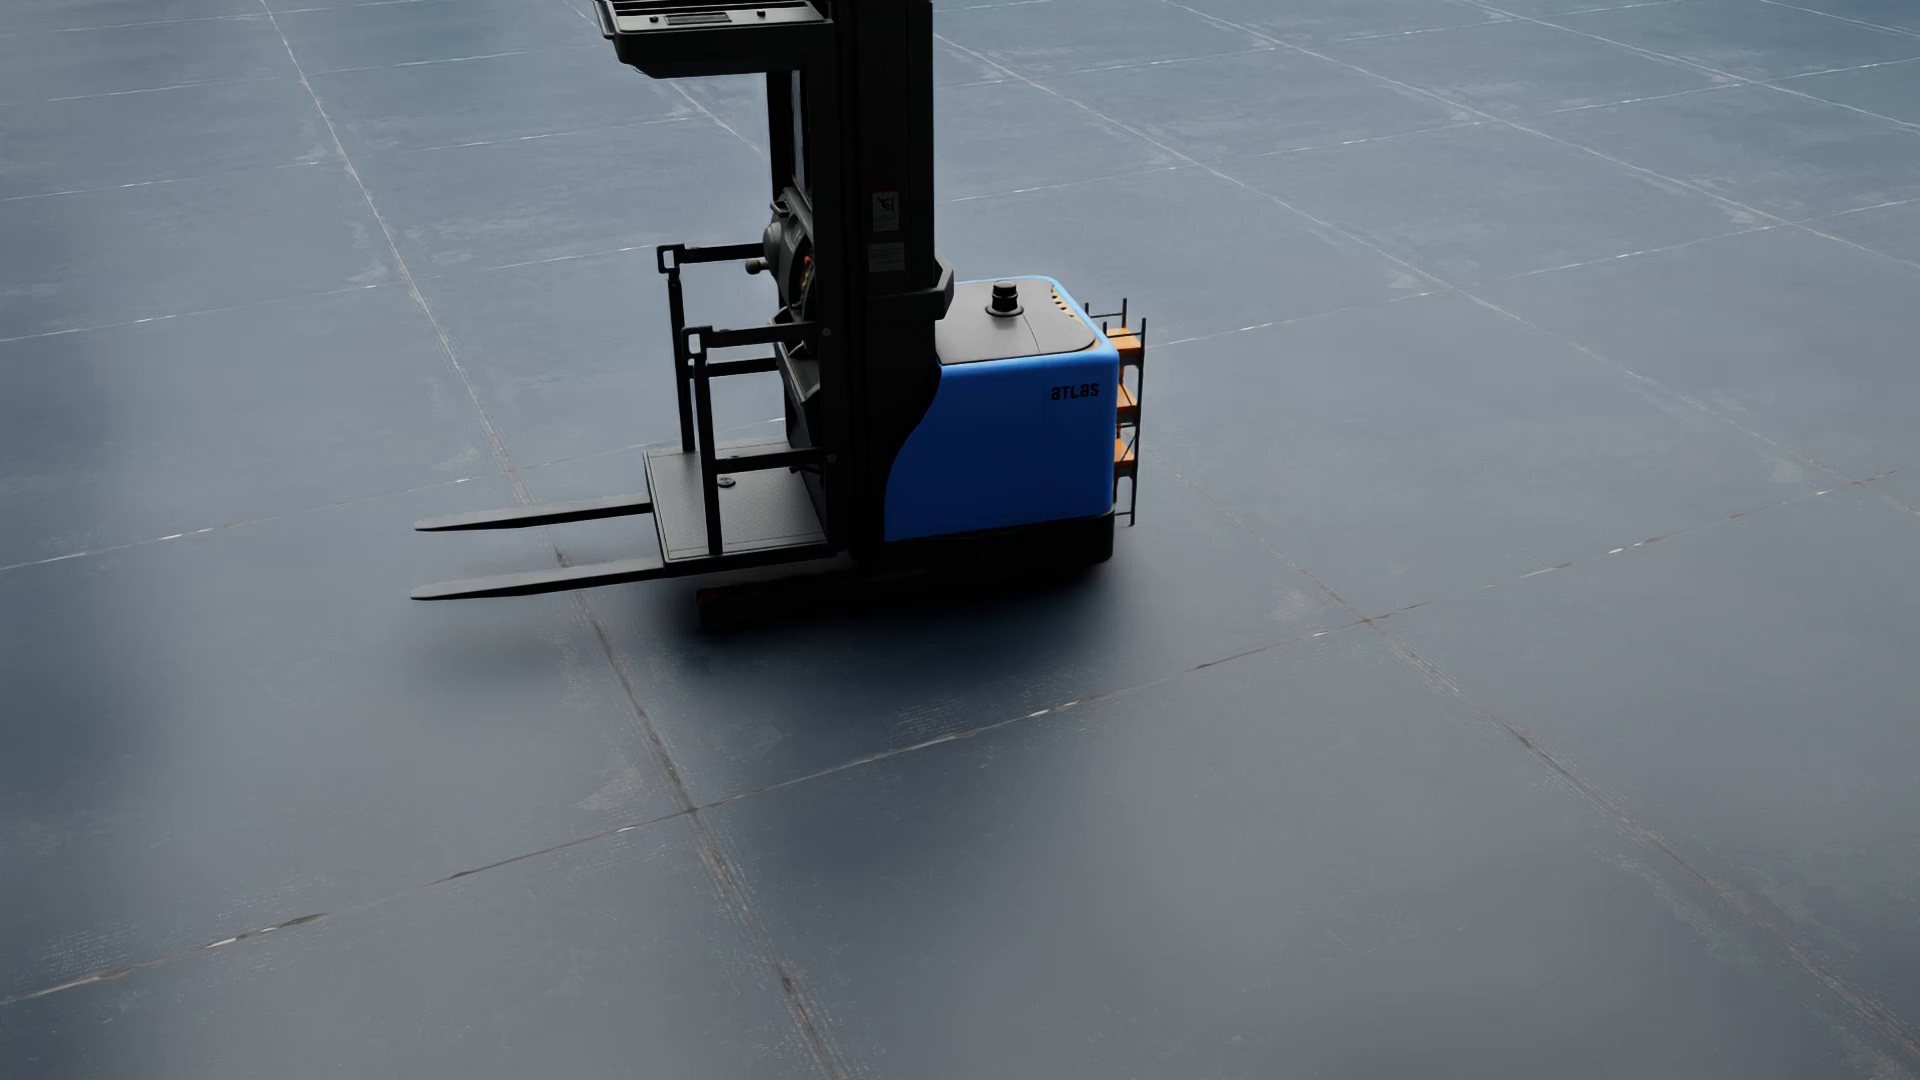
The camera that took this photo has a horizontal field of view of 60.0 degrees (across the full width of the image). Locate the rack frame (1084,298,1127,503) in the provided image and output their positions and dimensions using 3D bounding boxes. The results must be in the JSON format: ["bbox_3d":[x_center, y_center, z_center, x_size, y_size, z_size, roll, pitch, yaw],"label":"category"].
[{"bbox_3d":[0.662,-0.628,7.797,0.200,1.050,0.008,-8,30,-13],"label":"rack frame"}]

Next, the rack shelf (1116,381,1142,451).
[{"bbox_3d":[0.694,-0.562,7.700,0.215,0.259,0.240,-8,30,-13],"label":"rack shelf"}]

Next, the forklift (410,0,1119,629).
[{"bbox_3d":[-0.886,-1.186,6.868,3.031,2.935,1.130,-7,30,-13],"label":"forklift"}]

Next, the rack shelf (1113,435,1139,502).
[{"bbox_3d":[0.694,-0.319,7.836,0.215,0.259,0.240,-8,30,-13],"label":"rack shelf"}]

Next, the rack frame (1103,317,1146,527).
[{"bbox_3d":[0.726,-0.513,7.592,0.200,1.050,0.008,-8,30,-13],"label":"rack frame"}]

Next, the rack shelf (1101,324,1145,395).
[{"bbox_3d":[0.694,-0.809,7.561,0.215,0.259,0.240,-8,30,-13],"label":"rack shelf"}]

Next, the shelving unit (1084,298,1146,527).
[{"bbox_3d":[0.694,-0.571,7.695,0.215,1.050,0.252,-8,30,-13],"label":"shelving unit"}]
